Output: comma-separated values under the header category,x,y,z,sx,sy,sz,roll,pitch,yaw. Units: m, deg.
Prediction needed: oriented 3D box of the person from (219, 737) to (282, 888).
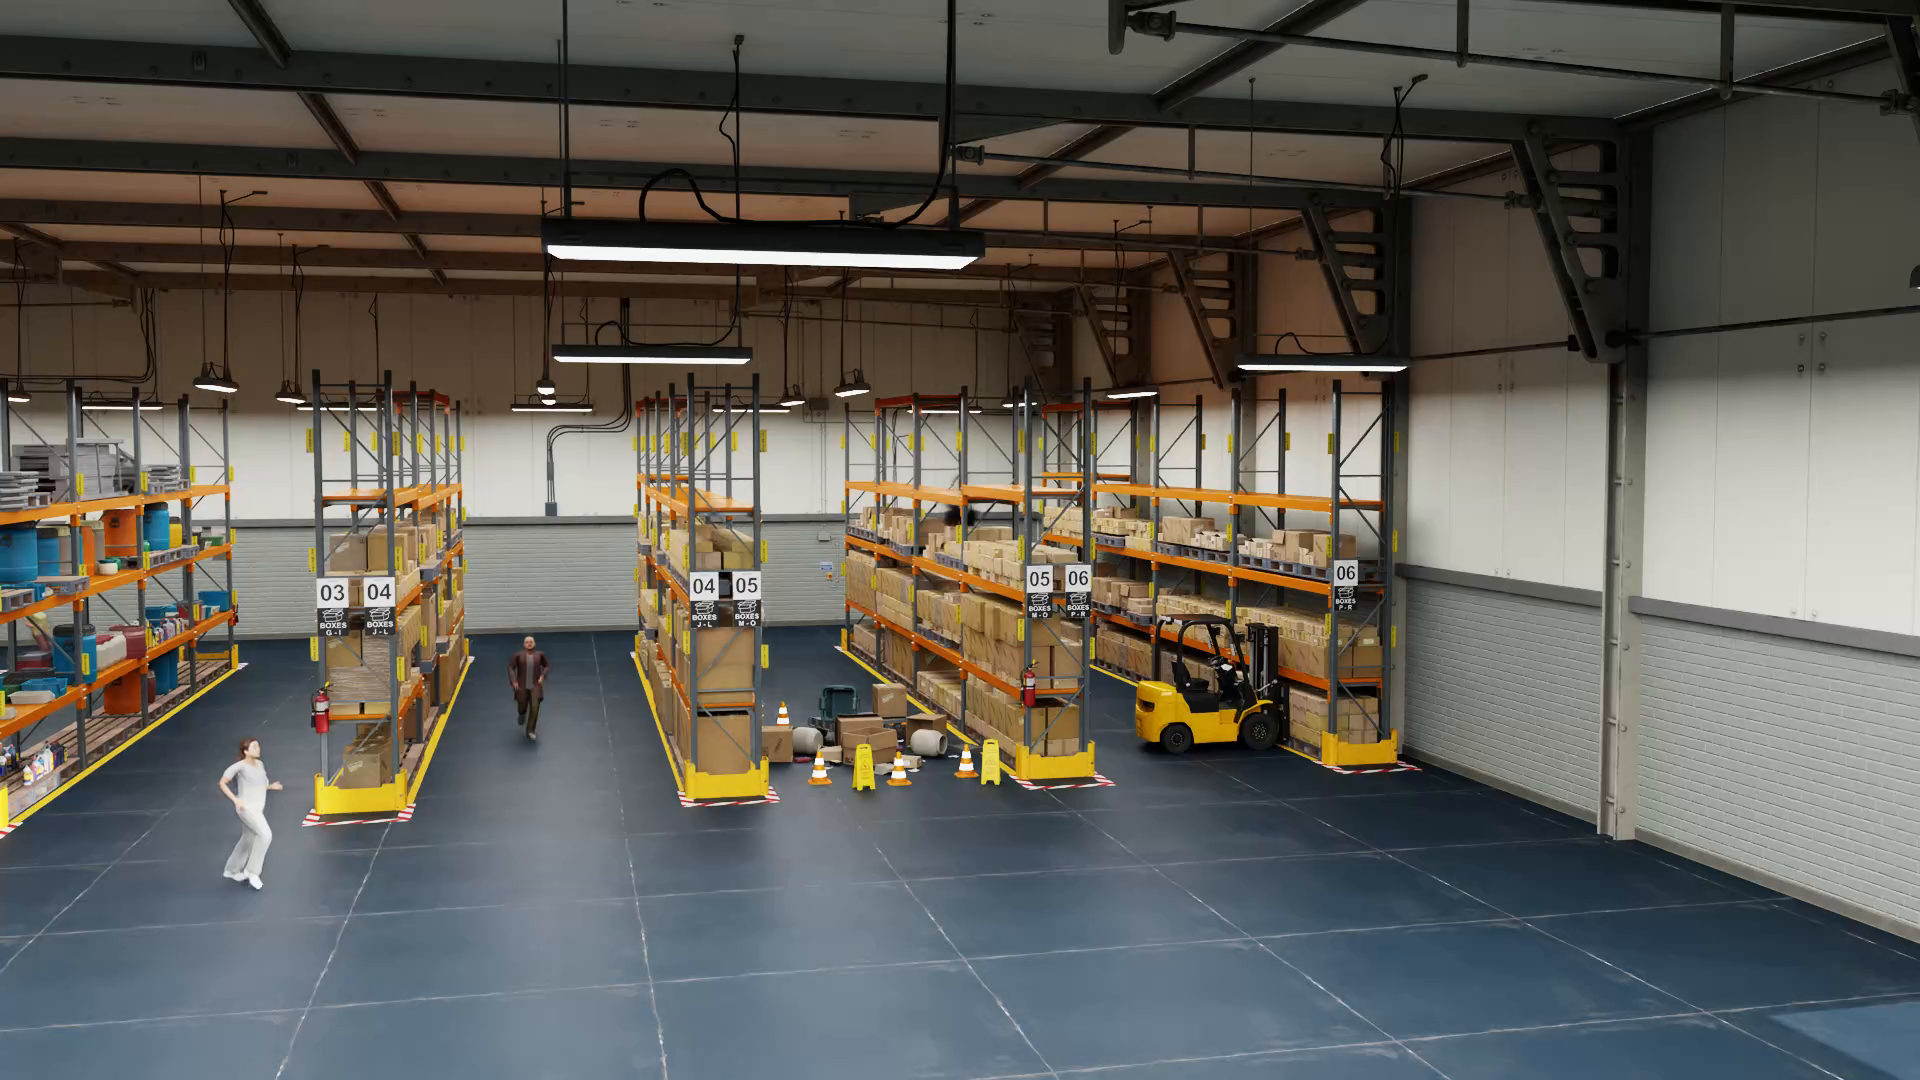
category,x,y,z,sx,sy,sz,roll,pitch,yaw
person,-8.035,3.088,18.855,0.704,1.697,0.541,0,3,8

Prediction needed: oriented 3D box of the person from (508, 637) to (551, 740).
category,x,y,z,sx,sy,sz,roll,pitch,yaw
person,-7.354,2.511,28.404,0.715,1.729,0.694,-1,3,-15

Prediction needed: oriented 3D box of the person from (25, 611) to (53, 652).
category,x,y,z,sx,sy,sz,roll,pitch,yaw
person,-20.279,2.079,36.641,0.739,1.640,0.606,1,4,21
